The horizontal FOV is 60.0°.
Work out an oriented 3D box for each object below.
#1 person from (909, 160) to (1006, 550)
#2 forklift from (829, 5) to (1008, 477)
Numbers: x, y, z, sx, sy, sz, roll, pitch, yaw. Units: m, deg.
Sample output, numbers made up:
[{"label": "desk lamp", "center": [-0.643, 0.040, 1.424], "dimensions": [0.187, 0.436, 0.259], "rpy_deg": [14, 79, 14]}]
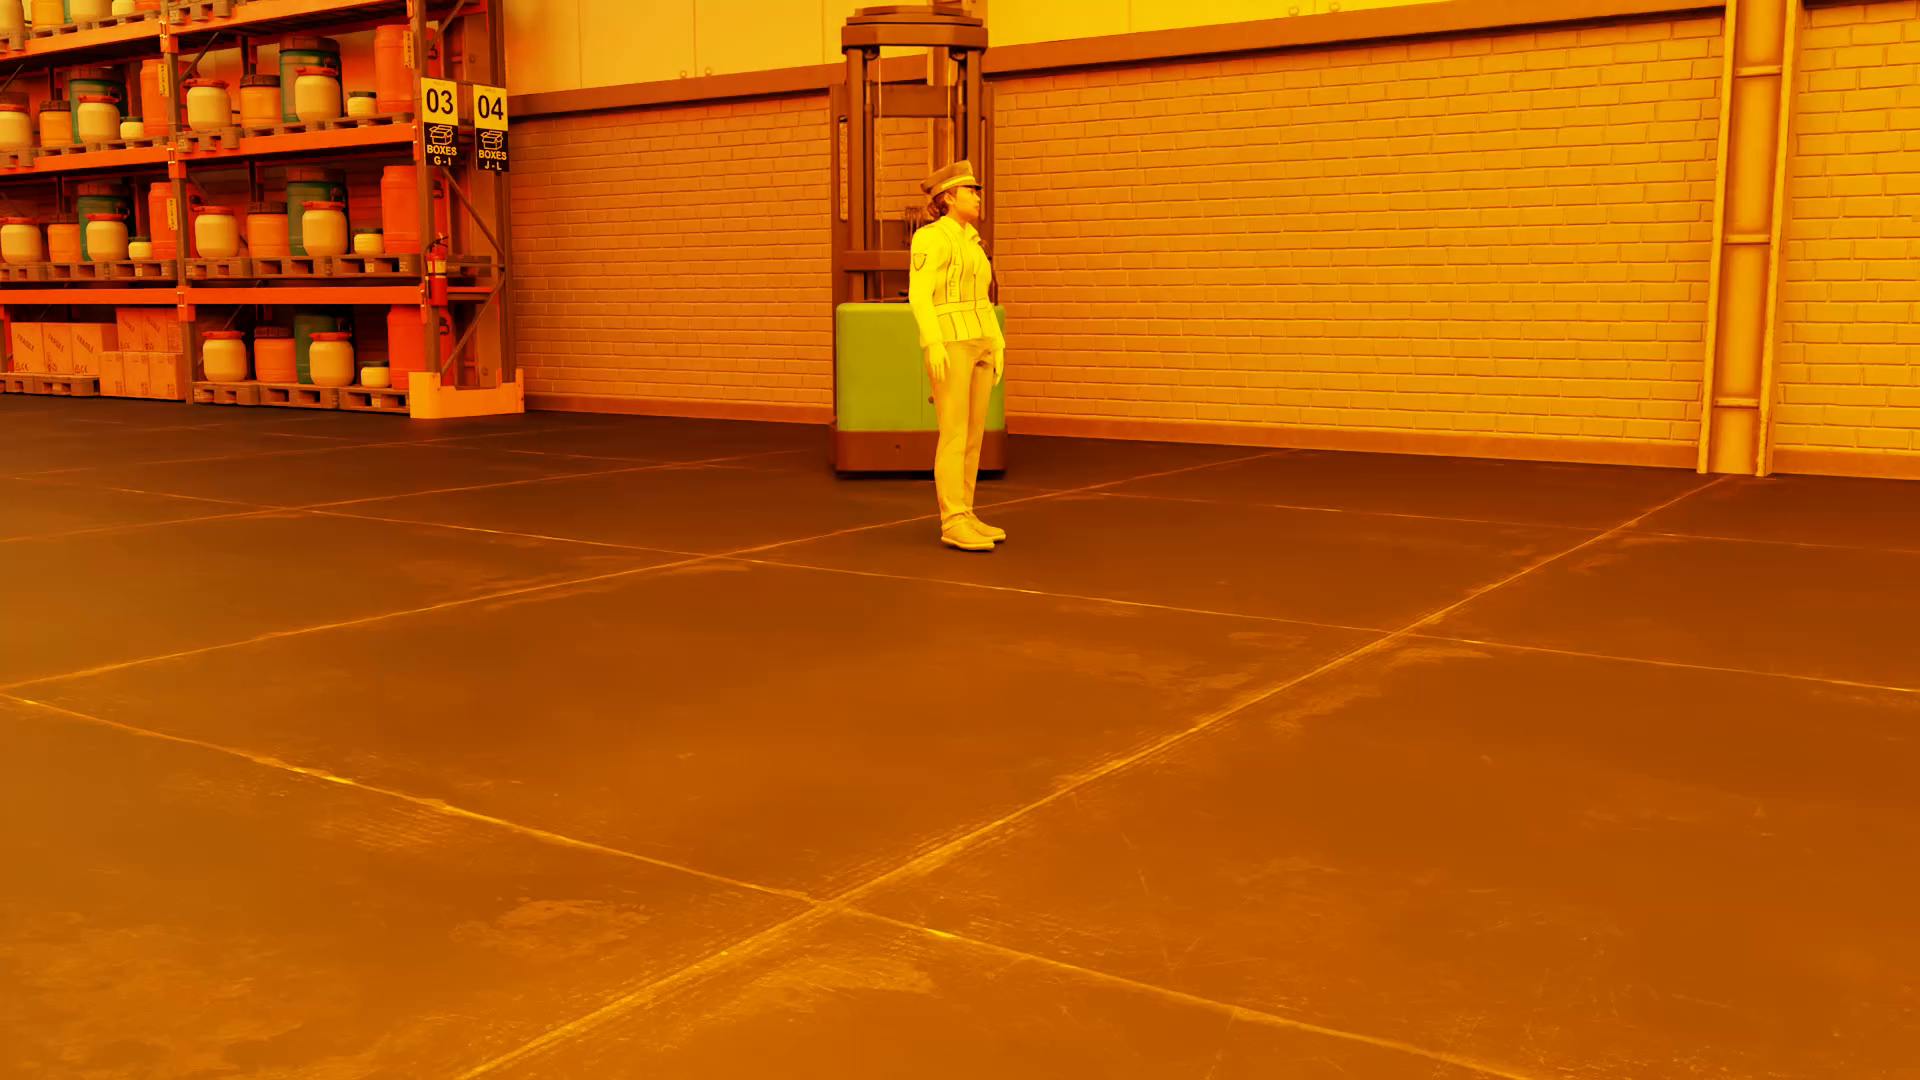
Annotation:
[{"label": "person", "center": [0.052, -0.838, 7.441], "dimensions": [0.534, 1.693, 0.587], "rpy_deg": [5, 10, 34]}, {"label": "forklift", "center": [-0.334, -2.011, 11.337], "dimensions": [1.130, 2.935, 3.031], "rpy_deg": [-1, 8, -4]}]
